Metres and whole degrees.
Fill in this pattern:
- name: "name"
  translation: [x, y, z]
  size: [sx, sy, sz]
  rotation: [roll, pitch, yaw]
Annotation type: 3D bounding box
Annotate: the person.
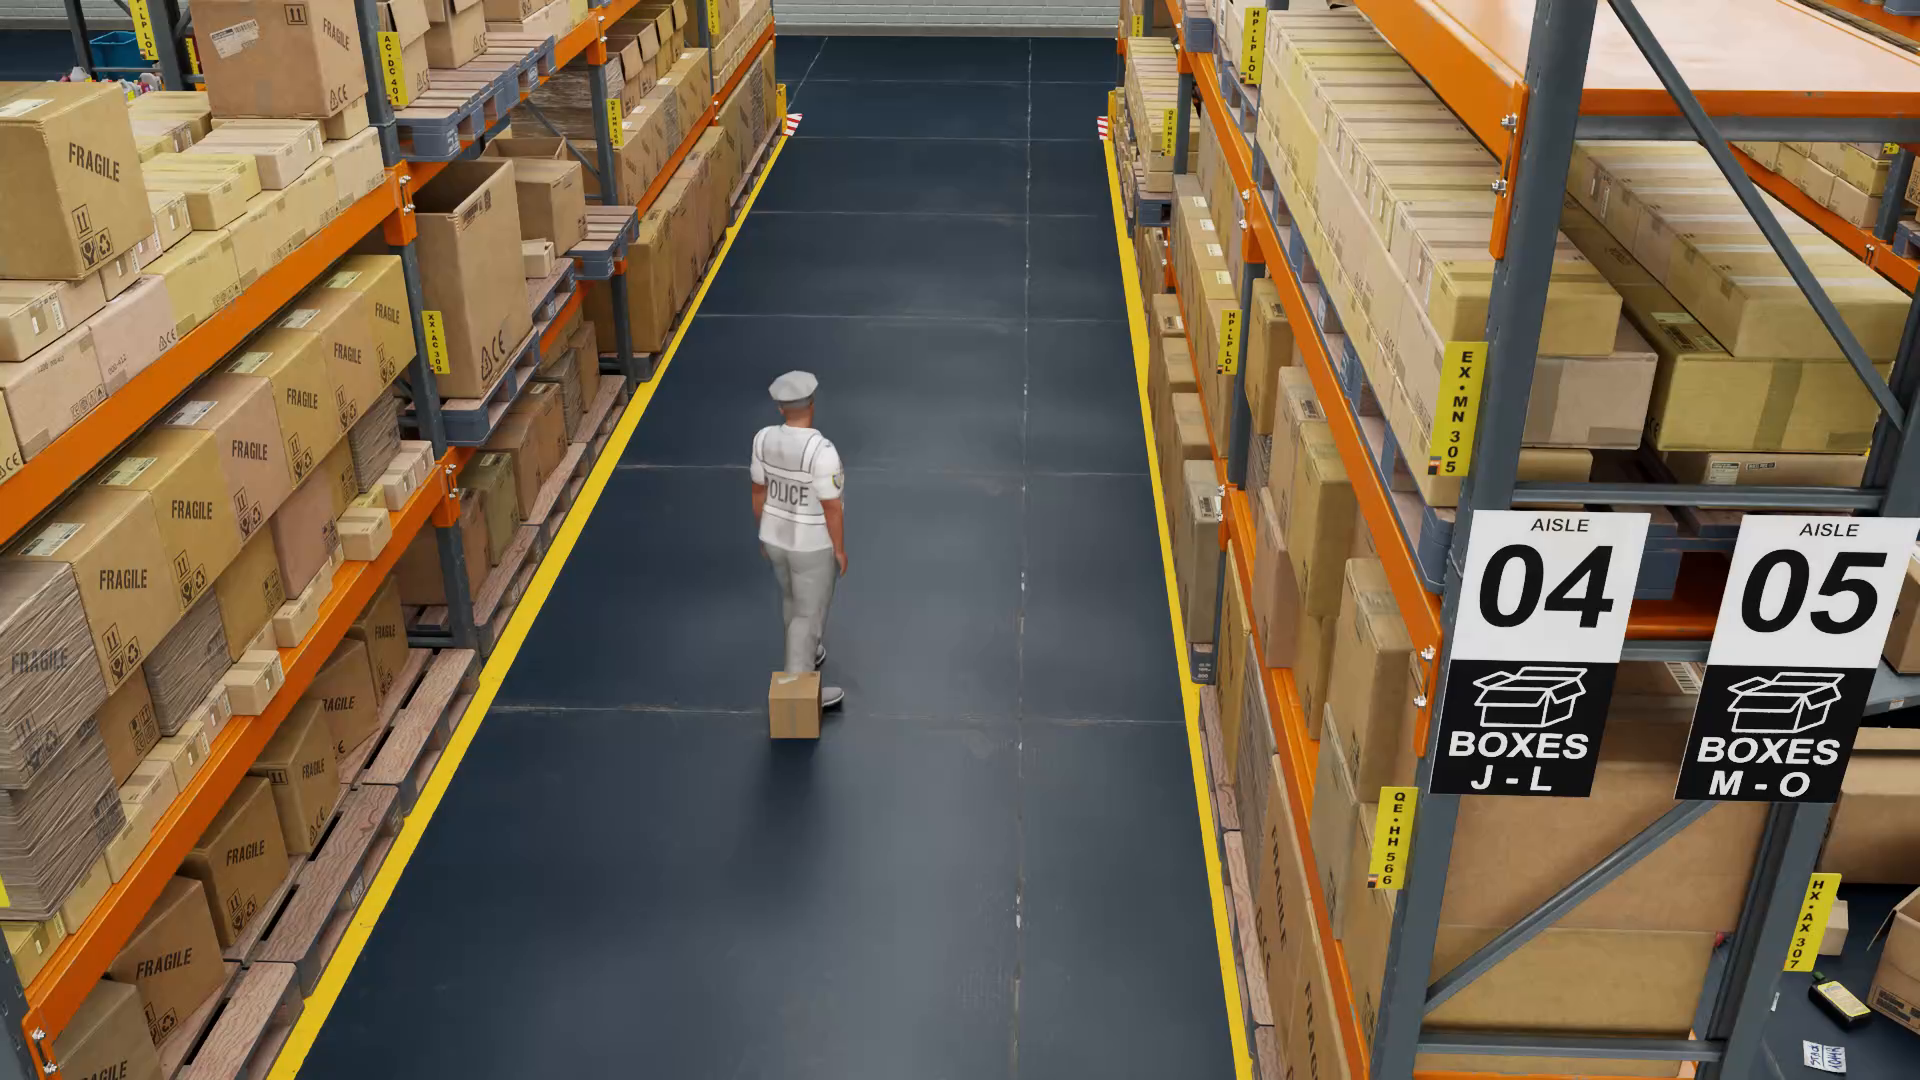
- name: "person"
  translation: [-0.813, 0.003, 8.600]
  size: [0.569, 1.752, 0.576]
  rotation: [20, 34, 33]
